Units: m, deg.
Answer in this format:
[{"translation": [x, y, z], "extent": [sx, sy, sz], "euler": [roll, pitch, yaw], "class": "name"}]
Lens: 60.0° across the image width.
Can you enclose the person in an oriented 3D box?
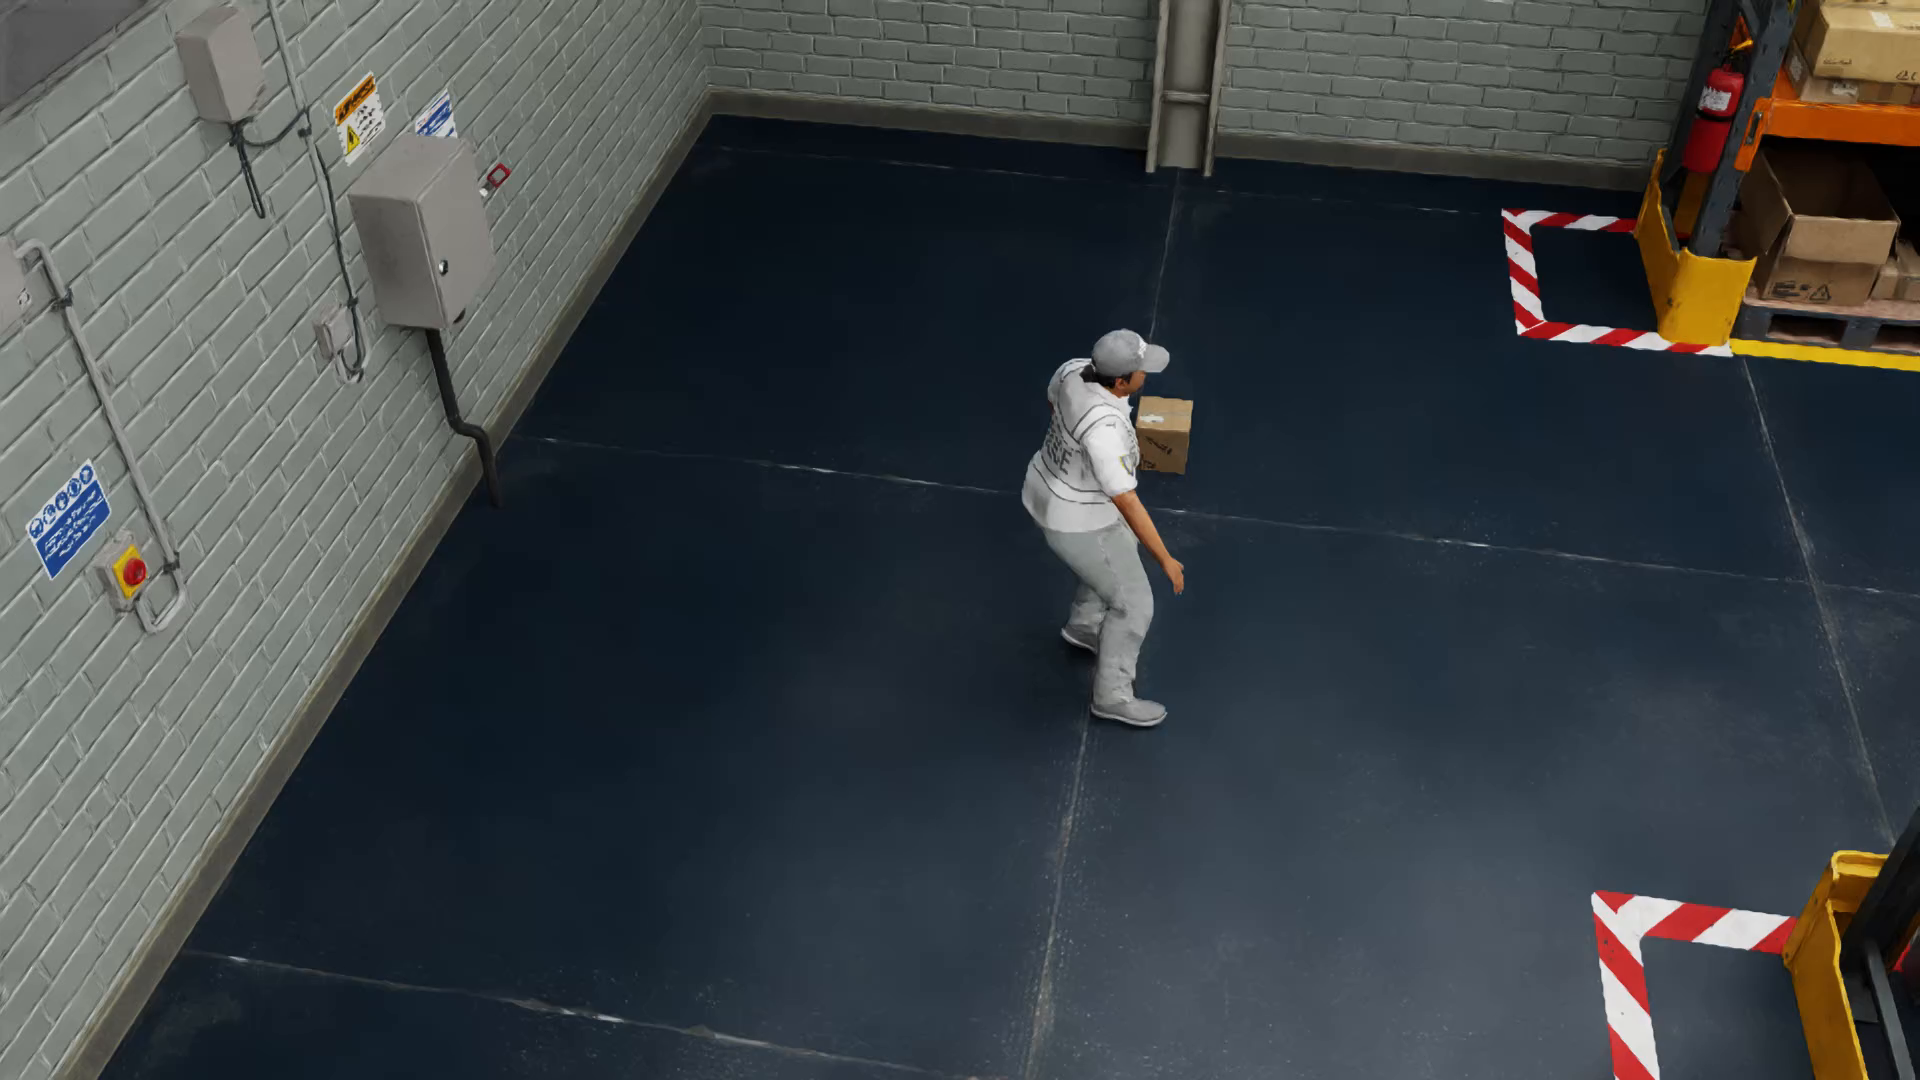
[{"translation": [0.540, -0.068, 6.342], "extent": [0.523, 1.618, 0.864], "euler": [-12, 42, -14], "class": "person"}]
